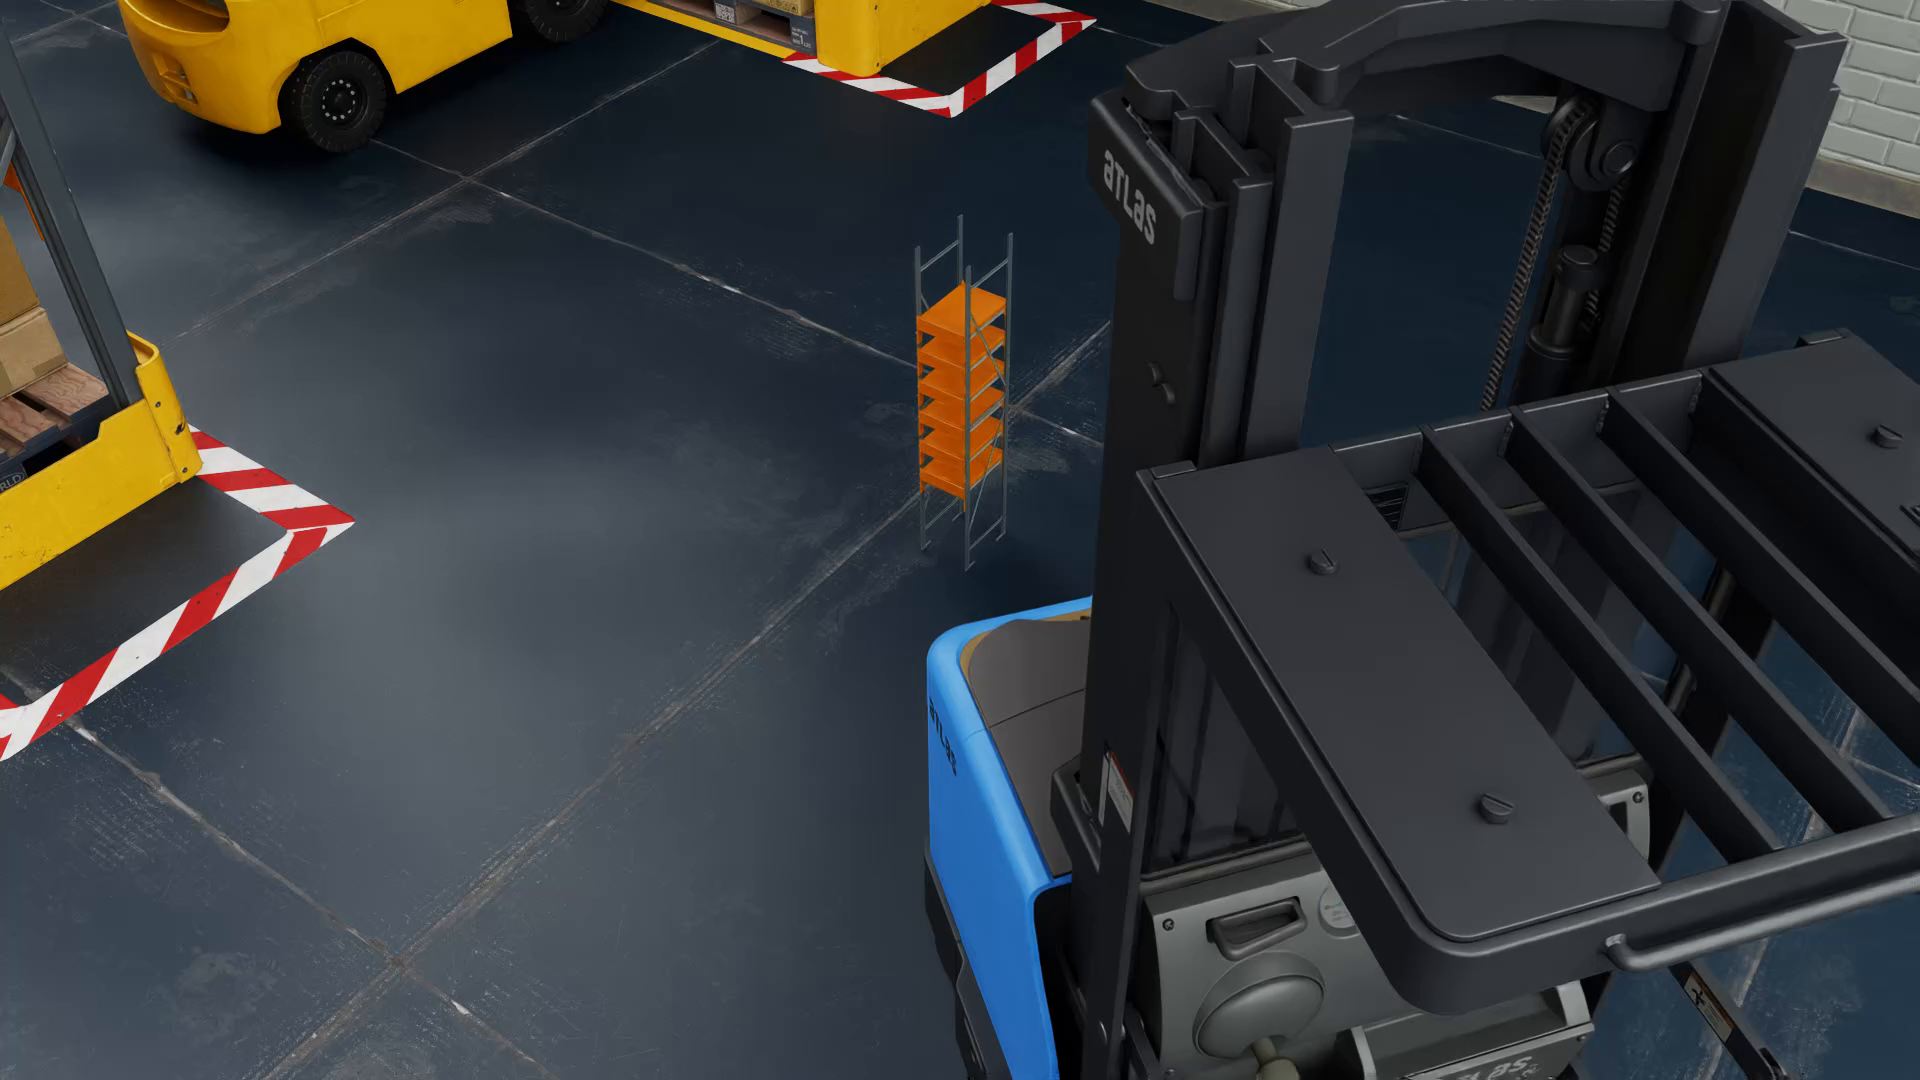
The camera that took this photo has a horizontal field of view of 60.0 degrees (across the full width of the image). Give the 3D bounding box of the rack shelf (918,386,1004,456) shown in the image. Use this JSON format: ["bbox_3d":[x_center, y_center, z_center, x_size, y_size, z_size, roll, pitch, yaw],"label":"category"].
[{"bbox_3d":[0.012,-0.408,5.373,0.180,0.103,0.258,25,48,25],"label":"rack shelf"}]

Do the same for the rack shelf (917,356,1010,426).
[{"bbox_3d":[0.012,-0.498,5.293,0.180,0.103,0.258,25,48,25],"label":"rack shelf"}]

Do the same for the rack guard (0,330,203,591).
[{"bbox_3d":[-3.205,-0.205,5.604,0.348,0.500,1.175,25,48,25],"label":"rack guard"}]

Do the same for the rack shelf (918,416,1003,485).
[{"bbox_3d":[0.012,-0.319,5.453,0.180,0.103,0.258,25,48,25],"label":"rack shelf"}]

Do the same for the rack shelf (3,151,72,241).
[{"bbox_3d":[-4.781,-1.605,5.834,4.000,0.370,1.077,25,48,25],"label":"rack shelf"}]

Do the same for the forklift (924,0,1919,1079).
[{"bbox_3d":[0.831,0.764,2.698,1.130,2.935,3.031,-12,43,-13],"label":"forklift"}]

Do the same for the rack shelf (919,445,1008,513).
[{"bbox_3d":[0.012,-0.230,5.533,0.180,0.103,0.258,25,48,25],"label":"rack shelf"}]

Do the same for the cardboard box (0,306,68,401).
[{"bbox_3d":[-3.645,-0.699,6.029,0.500,0.250,0.500,25,47,25],"label":"cardboard box"}]

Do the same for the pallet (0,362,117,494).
[{"bbox_3d":[-3.850,-0.428,6.070,1.213,0.211,1.003,25,48,25],"label":"pallet"}]

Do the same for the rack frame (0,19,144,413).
[{"bbox_3d":[-3.143,-1.108,4.738,0.127,3.000,1.000,25,48,25],"label":"rack frame"}]

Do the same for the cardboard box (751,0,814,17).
[{"bbox_3d":[-0.862,-2.958,8.554,0.500,0.250,0.500,25,48,26],"label":"cardboard box"}]

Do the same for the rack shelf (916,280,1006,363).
[{"bbox_3d":[0.012,-0.677,5.133,0.180,0.103,0.258,25,48,25],"label":"rack shelf"}]

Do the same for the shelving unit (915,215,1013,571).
[{"bbox_3d":[0.012,-0.442,5.344,0.189,1.200,0.258,25,48,25],"label":"shelving unit"}]

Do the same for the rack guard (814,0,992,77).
[{"bbox_3d":[-0.277,-2.878,8.592,0.348,0.500,1.175,25,48,25],"label":"rack guard"}]

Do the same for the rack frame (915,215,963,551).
[{"bbox_3d":[-0.063,-0.477,5.383,0.006,1.200,0.240,25,48,25],"label":"rack frame"}]

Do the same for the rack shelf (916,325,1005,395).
[{"bbox_3d":[0.012,-0.587,5.213,0.180,0.103,0.258,25,48,25],"label":"rack shelf"}]

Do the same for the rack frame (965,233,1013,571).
[{"bbox_3d":[0.087,-0.407,5.305,0.006,1.200,0.240,25,48,25],"label":"rack frame"}]

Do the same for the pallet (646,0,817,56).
[{"bbox_3d":[-0.946,-3.050,9.000,1.213,0.211,1.003,25,48,25],"label":"pallet"}]

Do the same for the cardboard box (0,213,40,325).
[{"bbox_3d":[-3.665,-0.988,5.789,0.500,0.500,0.500,24,47,24],"label":"cardboard box"}]

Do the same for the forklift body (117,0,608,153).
[{"bbox_3d":[-2.896,-3.233,7.750,1.214,2.155,2.313,25,48,25],"label":"forklift body"}]
